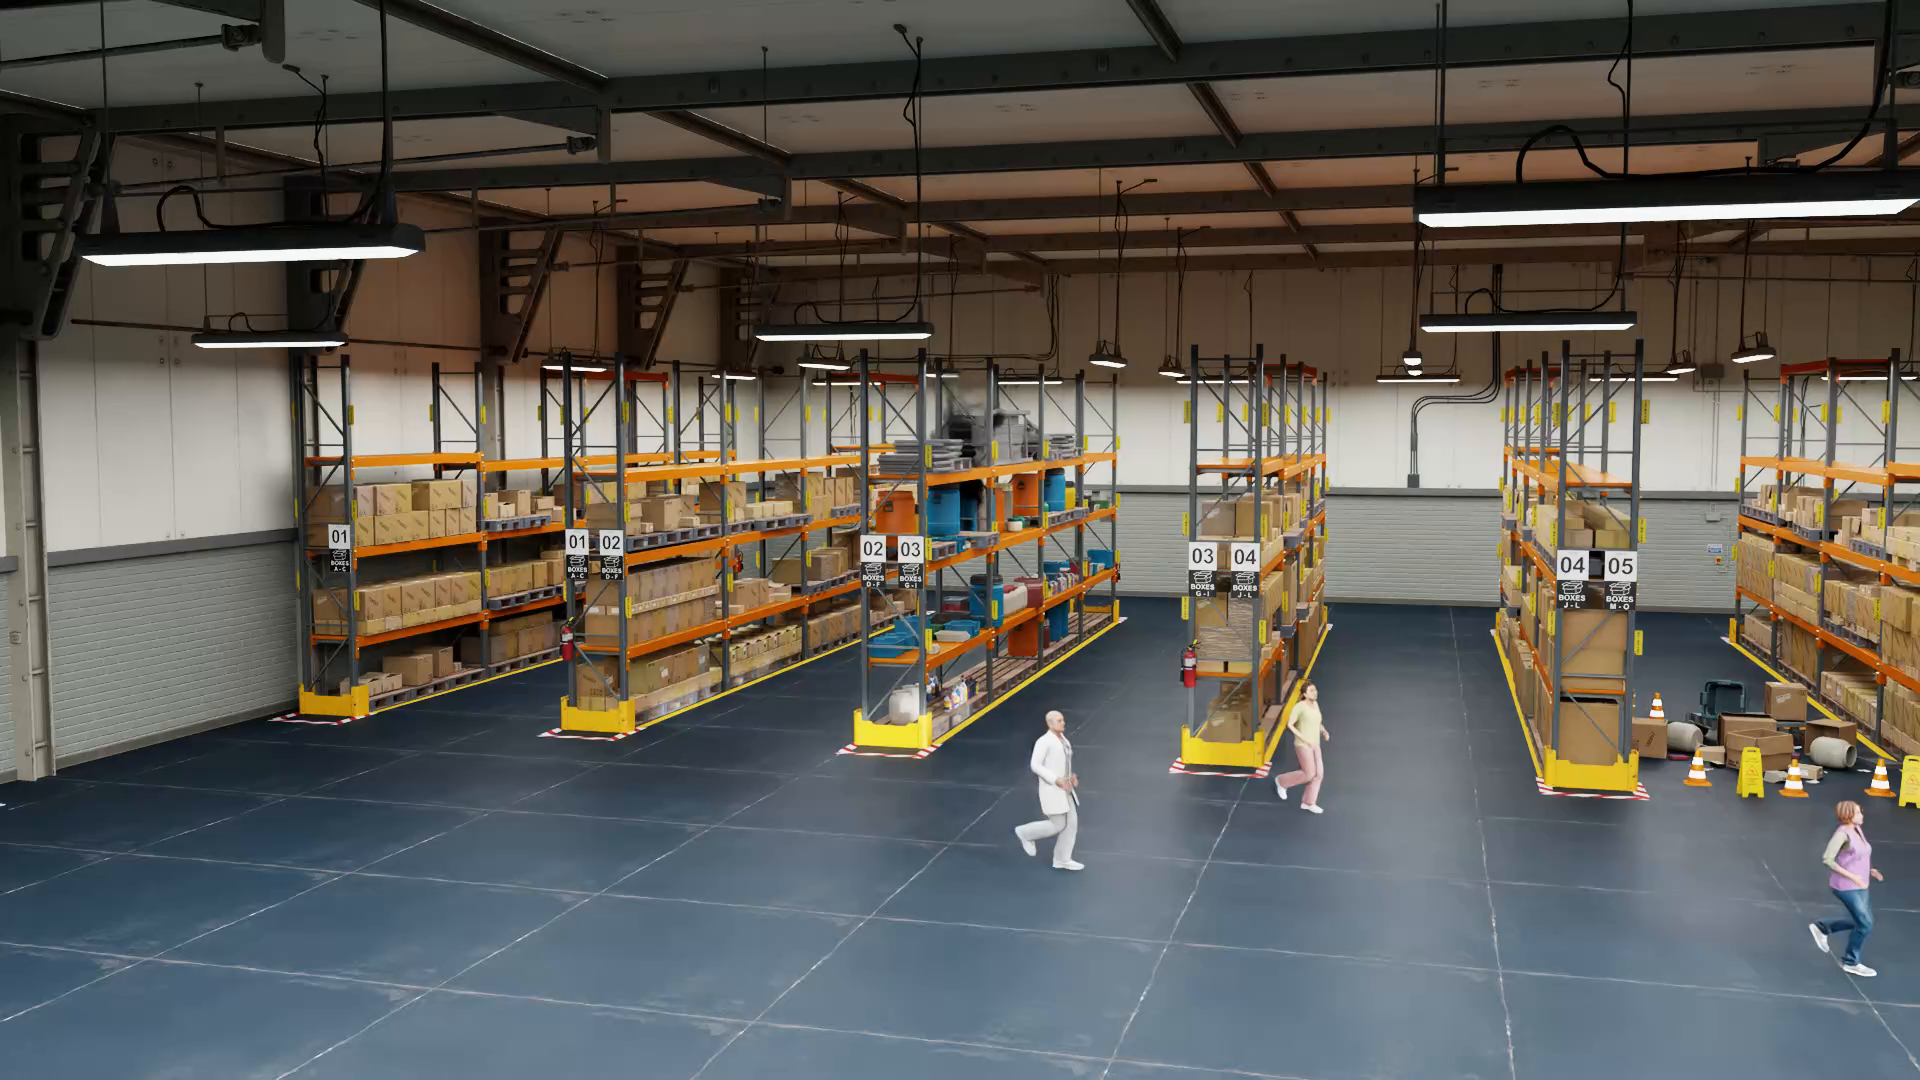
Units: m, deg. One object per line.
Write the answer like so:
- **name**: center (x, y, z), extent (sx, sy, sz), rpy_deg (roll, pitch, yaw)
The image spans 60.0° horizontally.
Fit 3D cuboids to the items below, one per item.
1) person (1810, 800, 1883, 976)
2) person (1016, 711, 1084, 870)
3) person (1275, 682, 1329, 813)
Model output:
- **person**: center (7.947, 3.114, 14.961), extent (0.538, 1.532, 0.608), rpy_deg (-4, 6, -40)
- **person**: center (1.018, 2.751, 18.386), extent (0.820, 1.743, 0.702), rpy_deg (3, 5, 32)
- **person**: center (4.379, 2.610, 21.166), extent (0.580, 1.645, 0.647), rpy_deg (-4, 6, -41)
